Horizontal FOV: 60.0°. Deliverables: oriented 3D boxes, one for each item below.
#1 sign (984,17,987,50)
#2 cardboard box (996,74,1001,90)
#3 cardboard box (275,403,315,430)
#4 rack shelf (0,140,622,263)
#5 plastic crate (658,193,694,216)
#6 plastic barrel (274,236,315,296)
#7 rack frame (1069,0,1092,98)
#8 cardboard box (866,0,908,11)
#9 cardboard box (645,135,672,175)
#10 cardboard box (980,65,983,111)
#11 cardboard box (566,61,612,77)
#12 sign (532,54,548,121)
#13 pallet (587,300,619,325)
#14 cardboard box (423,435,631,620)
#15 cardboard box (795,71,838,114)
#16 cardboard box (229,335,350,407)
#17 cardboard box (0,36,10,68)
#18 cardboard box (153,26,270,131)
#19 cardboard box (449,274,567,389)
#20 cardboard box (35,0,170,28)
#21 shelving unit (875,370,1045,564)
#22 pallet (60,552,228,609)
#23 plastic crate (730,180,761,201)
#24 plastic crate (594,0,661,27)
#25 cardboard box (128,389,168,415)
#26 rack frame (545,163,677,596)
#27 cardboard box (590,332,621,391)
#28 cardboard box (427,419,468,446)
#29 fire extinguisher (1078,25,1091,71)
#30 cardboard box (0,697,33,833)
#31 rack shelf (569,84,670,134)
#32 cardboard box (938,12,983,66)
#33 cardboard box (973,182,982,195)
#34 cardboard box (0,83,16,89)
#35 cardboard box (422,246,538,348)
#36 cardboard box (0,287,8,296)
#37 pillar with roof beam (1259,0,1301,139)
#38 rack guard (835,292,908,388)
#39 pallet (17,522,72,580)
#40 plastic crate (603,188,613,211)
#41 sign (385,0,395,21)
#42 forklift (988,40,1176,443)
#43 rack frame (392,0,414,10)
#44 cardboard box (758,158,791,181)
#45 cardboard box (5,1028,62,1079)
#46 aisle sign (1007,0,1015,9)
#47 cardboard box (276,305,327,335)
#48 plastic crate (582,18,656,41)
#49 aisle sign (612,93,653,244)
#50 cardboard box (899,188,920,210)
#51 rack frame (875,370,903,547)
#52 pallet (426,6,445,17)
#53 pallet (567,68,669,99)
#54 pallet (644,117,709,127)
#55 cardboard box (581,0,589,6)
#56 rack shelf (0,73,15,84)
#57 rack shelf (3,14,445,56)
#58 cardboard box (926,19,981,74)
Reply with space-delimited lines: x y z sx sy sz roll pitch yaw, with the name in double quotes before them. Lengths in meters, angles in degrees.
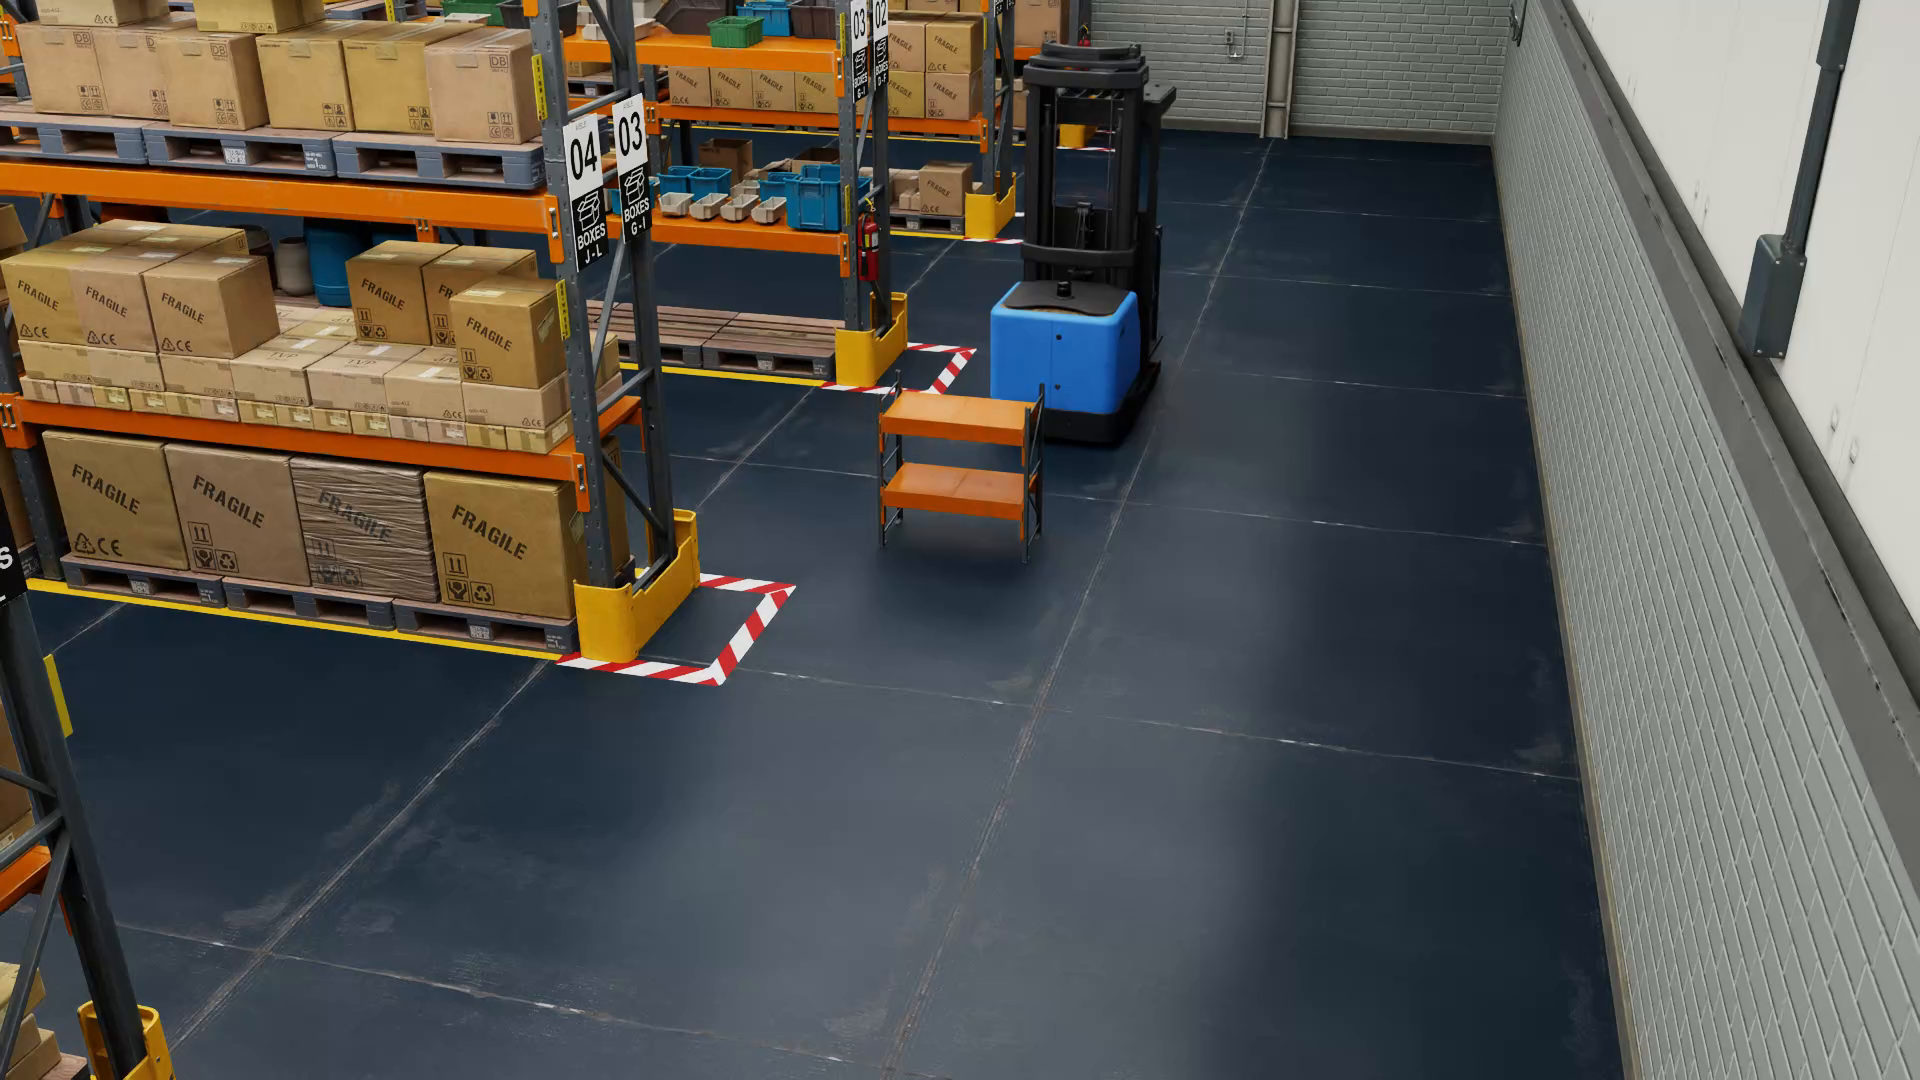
"sign" 0.273 -5.425 17.822 0.005 0.325 0.100 6 26 13
"cardboard box" 0.540 -6.403 23.257 0.250 0.149 0.380 7 26 14
"cardboard box" -3.948 -0.816 10.149 0.250 0.149 0.380 7 26 14
"rack shelf" -3.978 -2.108 9.918 4.000 0.370 1.077 6 26 13
"plastic crate" -2.486 -2.927 14.528 0.250 0.136 0.298 6 26 13
"plastic barrel" -6.414 -2.660 16.135 0.421 0.512 0.421 0 25 0
"rack frame" 1.660 -7.051 22.953 0.127 3.000 1.000 6 26 13
"cardboard box" -0.987 -7.469 23.483 0.700 0.700 0.980 6 26 12
"cardboard box" -3.851 -4.640 20.284 0.500 0.500 0.500 5 26 11
"cardboard box" 0.066 -5.191 18.929 0.500 0.500 0.500 7 26 14
"cardboard box" -4.529 -5.842 19.809 0.500 0.500 0.700 11 27 21
"sign" -2.189 -2.359 8.669 0.005 0.325 0.100 6 26 13
"pallet" -3.959 -2.033 15.657 1.213 0.211 1.003 6 26 13
"cardboard box" -2.680 -0.130 10.399 0.875 0.875 0.875 6 26 13
"cardboard box" -1.544 -5.132 18.805 0.500 0.500 0.500 6 26 12
"cardboard box" -4.066 -1.036 10.146 0.500 0.250 0.500 6 26 13
"cardboard box" -12.135 -6.417 21.504 0.500 0.500 0.700 6 26 12
"cardboard box" -4.151 -2.694 9.590 0.500 0.500 0.700 7 26 15
"cardboard box" -2.578 -1.213 9.645 0.500 0.500 0.500 7 26 14
"cardboard box" -5.005 -3.162 9.702 0.500 0.250 0.500 5 26 10
"shelving unit" 0.007 -0.507 11.388 1.048 1.125 0.538 6 26 13
"pallet" -5.198 0.080 11.218 1.213 0.211 1.003 6 26 13
"plastic crate" -1.911 -3.140 14.974 0.298 0.136 0.250 6 26 13
"plastic crate" -2.877 -4.593 14.438 0.530 0.282 0.437 6 26 13
"cardboard box" -4.946 -0.926 10.379 0.250 0.149 0.380 6 26 12
"rack frame" -2.041 -0.865 9.958 0.127 3.000 1.000 6 26 13
"cardboard box" -2.438 -1.095 10.271 0.500 0.250 0.500 6 26 12
"cardboard box" -2.964 -0.707 9.919 0.250 0.149 0.380 6 26 13
"fire extinguisher" 1.692 -6.640 22.612 0.183 0.674 0.296 6 26 13
"cardboard box" -3.740 0.847 5.901 0.500 0.500 0.500 8 26 15
"rack shelf" -5.381 -5.306 20.124 4.000 0.370 1.077 6 26 13
"cardboard box" 0.066 -5.642 18.714 0.500 0.500 0.500 7 26 15
"cardboard box" 0.110 -4.088 19.533 0.250 0.149 0.380 6 26 13
"cardboard box" -12.531 -5.847 22.261 0.500 0.500 0.500 6 26 13
"cardboard box" -2.922 -1.487 10.222 0.500 0.500 0.500 6 26 12
"cardboard box" -6.298 -1.491 11.158 0.500 0.500 0.500 6 26 13
"pillar with roof beam" 3.419 -8.039 18.048 0.400 9.000 9.100 6 26 13
"rack guard" -0.781 -1.801 14.833 0.348 0.500 1.175 6 26 13
"pallet" -6.681 -0.085 11.565 1.213 0.211 1.003 6 26 13
"plastic crate" -3.248 -3.088 14.697 0.530 0.282 0.437 6 26 13
"sign" -4.820 -4.484 14.062 0.005 0.325 0.100 6 26 13
"forklift" 1.139 -2.697 13.888 1.130 2.935 3.031 7 26 15
"rack frame" -4.681 -6.064 13.899 0.127 3.000 1.000 6 26 13
"cardboard box" -2.095 -4.378 19.954 0.500 0.311 0.500 6 26 13
"cardboard box" -3.801 2.098 6.564 0.250 0.149 0.380 7 26 14
"aisle sign" 0.569 -6.277 18.303 0.004 0.787 0.394 6 26 13
"cardboard box" -4.425 -1.313 10.728 0.500 0.250 0.500 7 26 14
"plastic crate" -2.870 -4.280 13.949 0.530 0.136 0.437 6 26 13
"aisle sign" -1.896 -2.156 9.646 0.004 0.787 0.394 6 26 13
"cardboard box" -0.528 -3.944 19.211 0.250 0.166 0.380 6 26 13
"rack frame" -0.486 -0.562 11.503 0.032 1.125 0.500 6 26 13
"pallet" -8.015 -8.016 25.202 1.213 0.211 1.003 6 26 13
"pallet" -4.190 -5.461 19.836 1.213 0.211 1.003 6 26 13
"pallet" -4.165 -6.401 24.832 1.213 0.211 1.003 6 26 13
"cardboard box" -5.176 -7.878 24.203 0.500 0.500 0.500 7 26 15
"rack shelf" -13.129 -6.162 21.923 4.000 0.370 1.077 6 26 13
"rack shelf" -6.618 -4.599 15.149 4.000 0.370 1.077 6 26 13
"cardboard box" -0.069 -5.418 18.243 0.500 0.500 0.500 6 26 13
